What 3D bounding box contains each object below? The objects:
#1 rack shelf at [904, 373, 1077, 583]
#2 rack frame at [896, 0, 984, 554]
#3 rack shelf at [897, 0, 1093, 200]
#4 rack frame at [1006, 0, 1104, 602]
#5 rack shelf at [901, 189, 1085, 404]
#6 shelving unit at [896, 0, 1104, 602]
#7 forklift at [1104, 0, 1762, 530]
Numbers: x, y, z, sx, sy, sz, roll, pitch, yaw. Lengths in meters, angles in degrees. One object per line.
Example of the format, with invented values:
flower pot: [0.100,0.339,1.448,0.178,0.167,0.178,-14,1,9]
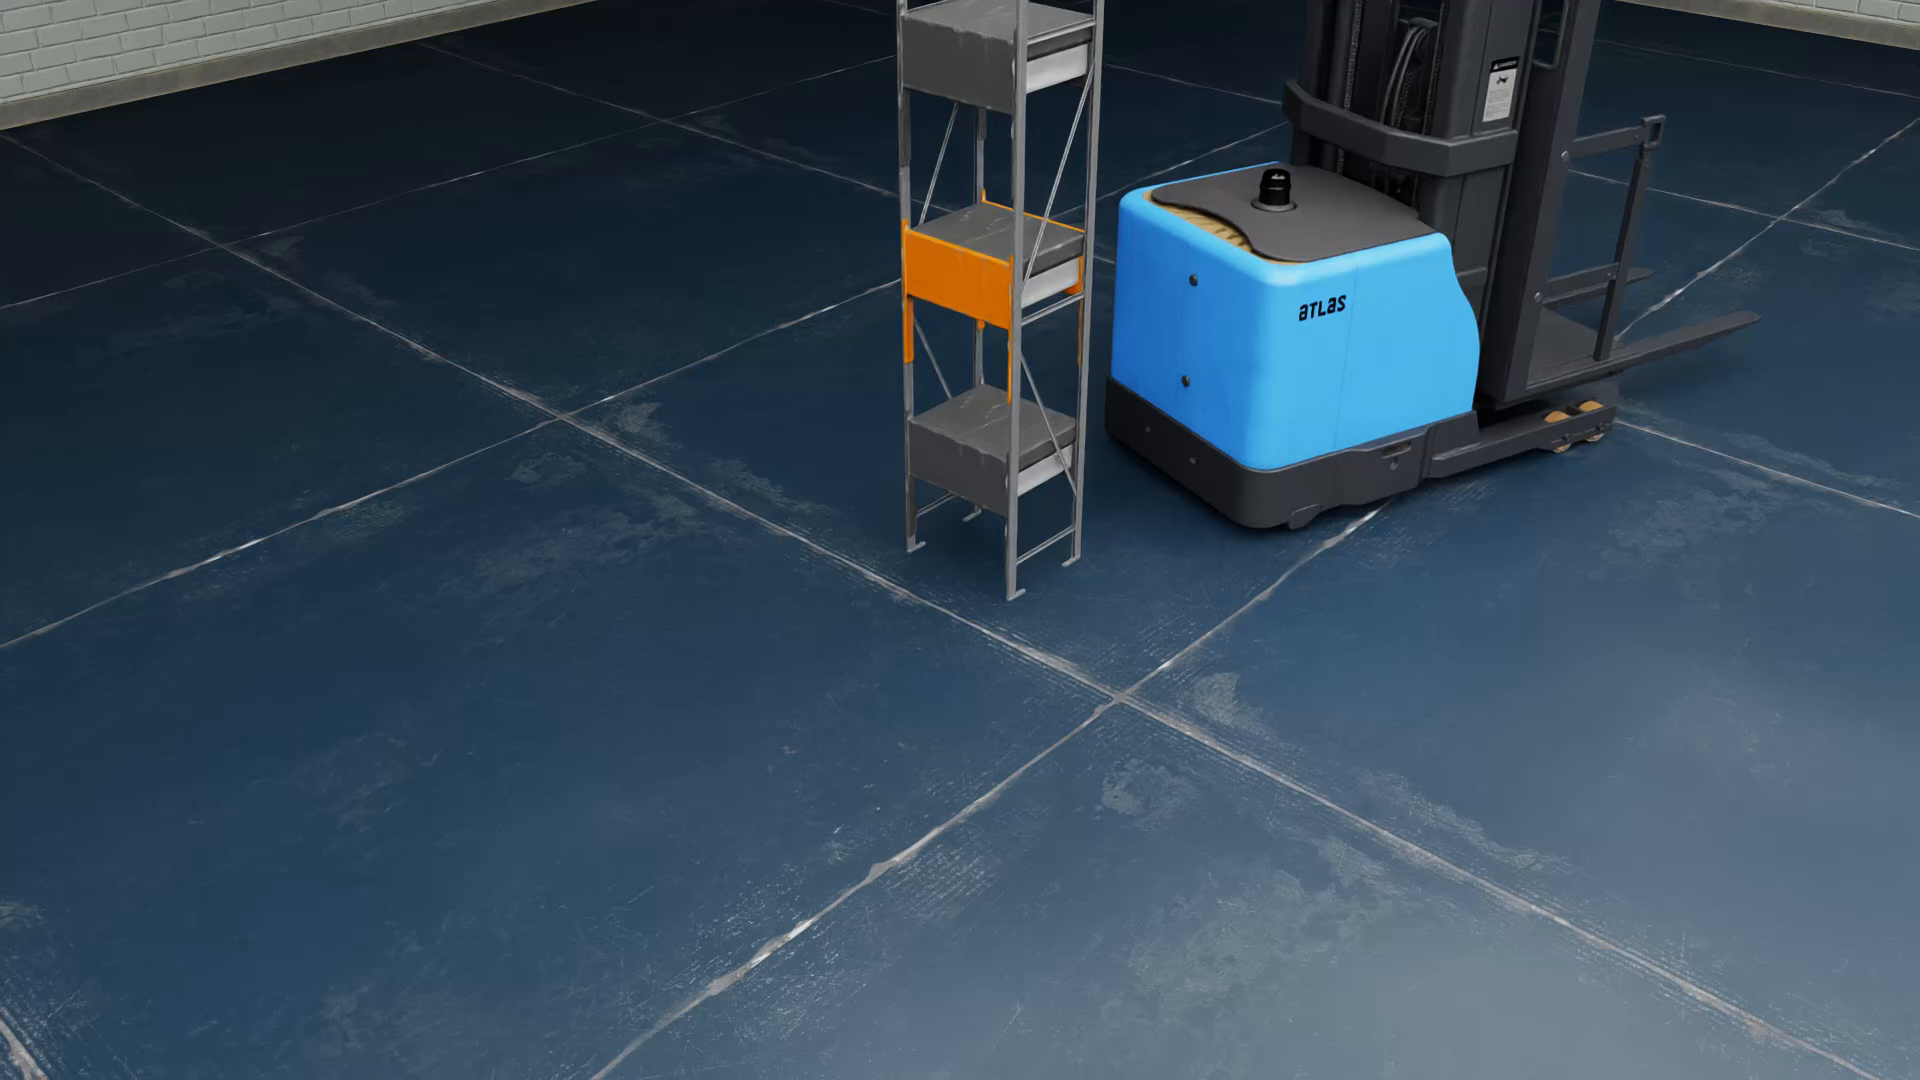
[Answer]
rack shelf: [0.123,-0.231,5.981,0.480,0.518,0.431,25,39,35]
rack frame: [-0.058,-0.927,5.754,0.015,2.100,0.400,25,39,35]
rack shelf: [0.123,-1.430,5.259,0.480,0.518,0.431,25,39,35]
rack frame: [0.304,-0.758,5.473,0.015,2.100,0.400,25,39,35]
rack shelf: [0.123,-0.831,5.620,0.480,0.518,0.431,25,39,35]
shelving unit: [0.123,-0.842,5.613,0.503,2.100,0.431,25,39,35]
forklift: [2.135,-1.836,6.459,3.031,2.935,1.130,-16,35,-25]
